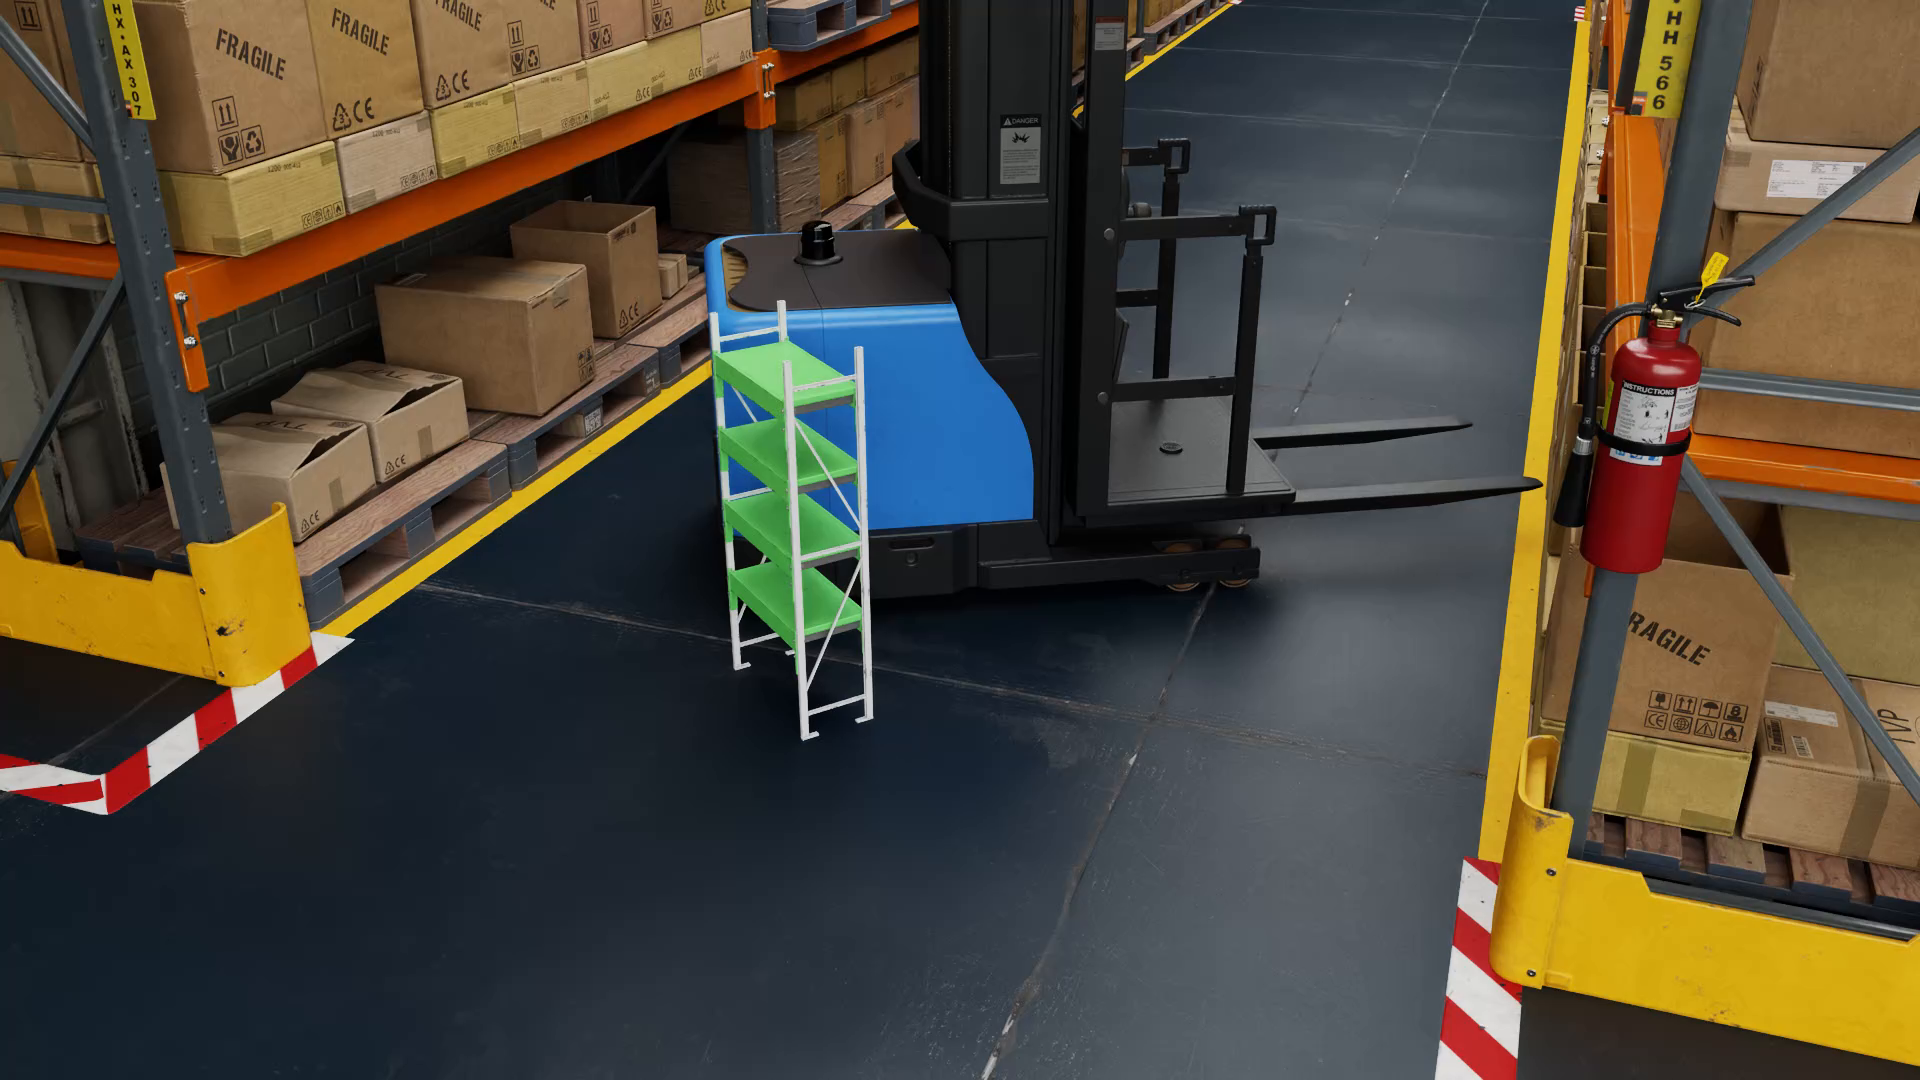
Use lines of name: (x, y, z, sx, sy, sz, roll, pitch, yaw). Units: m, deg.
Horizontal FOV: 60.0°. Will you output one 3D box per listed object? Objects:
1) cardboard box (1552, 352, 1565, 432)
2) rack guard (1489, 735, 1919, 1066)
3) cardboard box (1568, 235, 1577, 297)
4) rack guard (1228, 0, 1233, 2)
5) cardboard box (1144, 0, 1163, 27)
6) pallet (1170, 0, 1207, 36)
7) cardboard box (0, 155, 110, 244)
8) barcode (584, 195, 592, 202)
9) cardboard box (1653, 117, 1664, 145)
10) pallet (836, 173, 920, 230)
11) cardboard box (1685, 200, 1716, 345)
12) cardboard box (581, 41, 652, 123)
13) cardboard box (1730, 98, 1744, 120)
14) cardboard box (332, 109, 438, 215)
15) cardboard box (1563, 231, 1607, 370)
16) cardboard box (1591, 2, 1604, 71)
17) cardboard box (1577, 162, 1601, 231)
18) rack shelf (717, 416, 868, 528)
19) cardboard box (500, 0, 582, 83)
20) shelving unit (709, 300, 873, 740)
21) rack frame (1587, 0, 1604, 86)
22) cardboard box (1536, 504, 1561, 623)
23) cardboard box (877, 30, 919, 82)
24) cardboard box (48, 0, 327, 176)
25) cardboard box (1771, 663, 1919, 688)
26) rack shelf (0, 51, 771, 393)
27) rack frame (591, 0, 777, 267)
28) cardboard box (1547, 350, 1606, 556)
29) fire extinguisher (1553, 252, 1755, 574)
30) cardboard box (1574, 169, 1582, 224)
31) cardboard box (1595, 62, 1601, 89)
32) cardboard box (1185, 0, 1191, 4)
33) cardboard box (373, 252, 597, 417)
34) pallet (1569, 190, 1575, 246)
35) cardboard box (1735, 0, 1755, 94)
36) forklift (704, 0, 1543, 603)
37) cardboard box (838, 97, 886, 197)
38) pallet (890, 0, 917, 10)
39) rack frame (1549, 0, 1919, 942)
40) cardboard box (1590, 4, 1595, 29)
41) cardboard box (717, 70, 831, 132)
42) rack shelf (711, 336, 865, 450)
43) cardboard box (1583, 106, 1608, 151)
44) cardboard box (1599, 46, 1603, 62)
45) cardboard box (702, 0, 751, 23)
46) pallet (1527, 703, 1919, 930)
cardboard box: (2.622, -0.525, 6.565, 0.500, 0.250, 0.500, 9, 27, 17)
rack guard: (1.894, 0.854, 3.913, 1.175, 0.500, 0.348, 9, 27, 17)
cardboard box: (3.268, -1.296, 8.159, 0.500, 0.250, 0.500, 8, 27, 17)
rack guard: (2.562, -6.458, 19.014, 1.175, 0.500, 0.348, 9, 27, 17)
cardboard box: (1.568, -5.286, 16.111, 0.700, 0.500, 0.500, 9, 27, 18)
pallet: (1.954, -5.478, 17.323, 1.003, 0.211, 1.213, 9, 27, 17)
cardboard box: (-2.798, -1.160, 5.352, 0.500, 0.250, 0.500, 9, 27, 18)
barcode: (-1.846, -1.672, 8.257, 0.001, 0.075, 0.075, 9, 27, 17)
cardboard box: (3.091, -1.787, 6.383, 0.700, 0.500, 0.500, 8, 27, 16)
pallet: (-0.778, -2.210, 10.572, 1.003, 0.211, 1.213, 9, 27, 17)
cardboard box: (2.240, -0.733, 4.206, 0.700, 0.500, 0.500, 9, 27, 19)
cardboard box: (-1.638, -1.932, 6.948, 0.500, 0.250, 0.500, 9, 27, 17)
cardboard box: (1.935, -0.910, 3.829, 0.380, 0.149, 0.250, 9, 27, 19)
cardboard box: (-2.150, -1.309, 5.661, 0.500, 0.250, 0.500, 8, 27, 16)
cardboard box: (2.624, -0.862, 6.401, 0.500, 0.500, 0.500, 9, 27, 17)
cardboard box: (5.504, -4.122, 13.685, 0.500, 0.500, 0.500, 8, 27, 15)
cardboard box: (3.433, -1.756, 8.465, 0.500, 0.311, 0.500, 9, 27, 17)
rack shelf: (-0.501, -0.216, 4.915, 0.258, 0.148, 0.480, -15, 30, -28)
cardboard box: (-1.816, -2.056, 6.344, 0.500, 0.500, 0.500, 10, 27, 19)
shelving unit: (-0.501, -0.058, 4.992, 0.258, 1.200, 0.503, -15, 30, -28)
rack frame: (5.895, -5.212, 13.573, 1.000, 3.000, 0.127, 9, 27, 17)
cardboard box: (2.122, 0.091, 5.293, 0.500, 0.250, 0.500, 9, 27, 17)
cardboard box: (-0.548, -3.167, 10.853, 0.500, 0.250, 0.500, 9, 27, 18)
cardboard box: (-2.328, -1.429, 5.049, 0.500, 0.500, 0.500, 9, 27, 18)
cardboard box: (2.453, 0.373, 4.710, 0.500, 0.250, 0.500, 9, 27, 17)
rack shelf: (-2.105, -1.496, 6.723, 1.077, 0.370, 4.000, 9, 27, 17)
rack frame: (-1.440, -2.642, 8.264, 1.000, 3.000, 0.127, 9, 27, 17)
cardboard box: (2.119, -0.247, 5.130, 0.500, 0.500, 0.500, 9, 27, 17)
fire extinguisher: (1.425, -0.265, 3.444, 0.296, 0.674, 0.183, 9, 27, 17)
cardboard box: (3.779, -1.926, 9.460, 0.500, 0.250, 0.500, 8, 27, 16)
cardboard box: (4.654, -3.060, 11.491, 0.500, 0.500, 0.500, 10, 28, 19)
cardboard box: (2.082, -5.922, 17.426, 0.700, 0.500, 0.500, 8, 27, 16)
cardboard box: (-1.975, -0.871, 6.970, 0.700, 0.500, 0.500, 7, 27, 14)
pallet: (4.253, -1.981, 10.099, 1.003, 0.211, 1.213, 9, 27, 17)
cardboard box: (2.257, -1.339, 3.969, 0.700, 0.500, 0.500, 8, 27, 16)
forklift: (0.617, -1.362, 5.699, 3.031, 2.935, 1.130, -4, 26, -8)
cardboard box: (-0.878, -2.443, 10.217, 0.700, 0.500, 0.500, 9, 27, 18)
pallet: (-0.729, -3.380, 10.008, 1.003, 0.211, 1.213, 9, 27, 17)
rack frame: (1.902, -0.281, 3.388, 1.000, 3.000, 0.127, 9, 27, 17)
cardboard box: (6.067, -4.784, 15.269, 0.500, 0.311, 0.500, 9, 27, 17)
cardboard box: (-1.067, -2.538, 9.554, 0.500, 0.250, 0.500, 8, 27, 16)
rack shelf: (-0.501, -0.432, 4.811, 0.258, 0.148, 0.480, -15, 30, -28)
cardboard box: (3.946, -2.383, 9.759, 0.500, 0.311, 0.500, 8, 27, 16)
cardboard box: (4.669, -3.421, 11.377, 0.500, 0.250, 0.500, 10, 28, 19)
cardboard box: (-1.305, -2.682, 7.635, 0.500, 0.500, 0.500, 9, 27, 17)
pallet: (2.117, 0.654, 4.658, 1.003, 0.211, 1.213, 9, 27, 17)
